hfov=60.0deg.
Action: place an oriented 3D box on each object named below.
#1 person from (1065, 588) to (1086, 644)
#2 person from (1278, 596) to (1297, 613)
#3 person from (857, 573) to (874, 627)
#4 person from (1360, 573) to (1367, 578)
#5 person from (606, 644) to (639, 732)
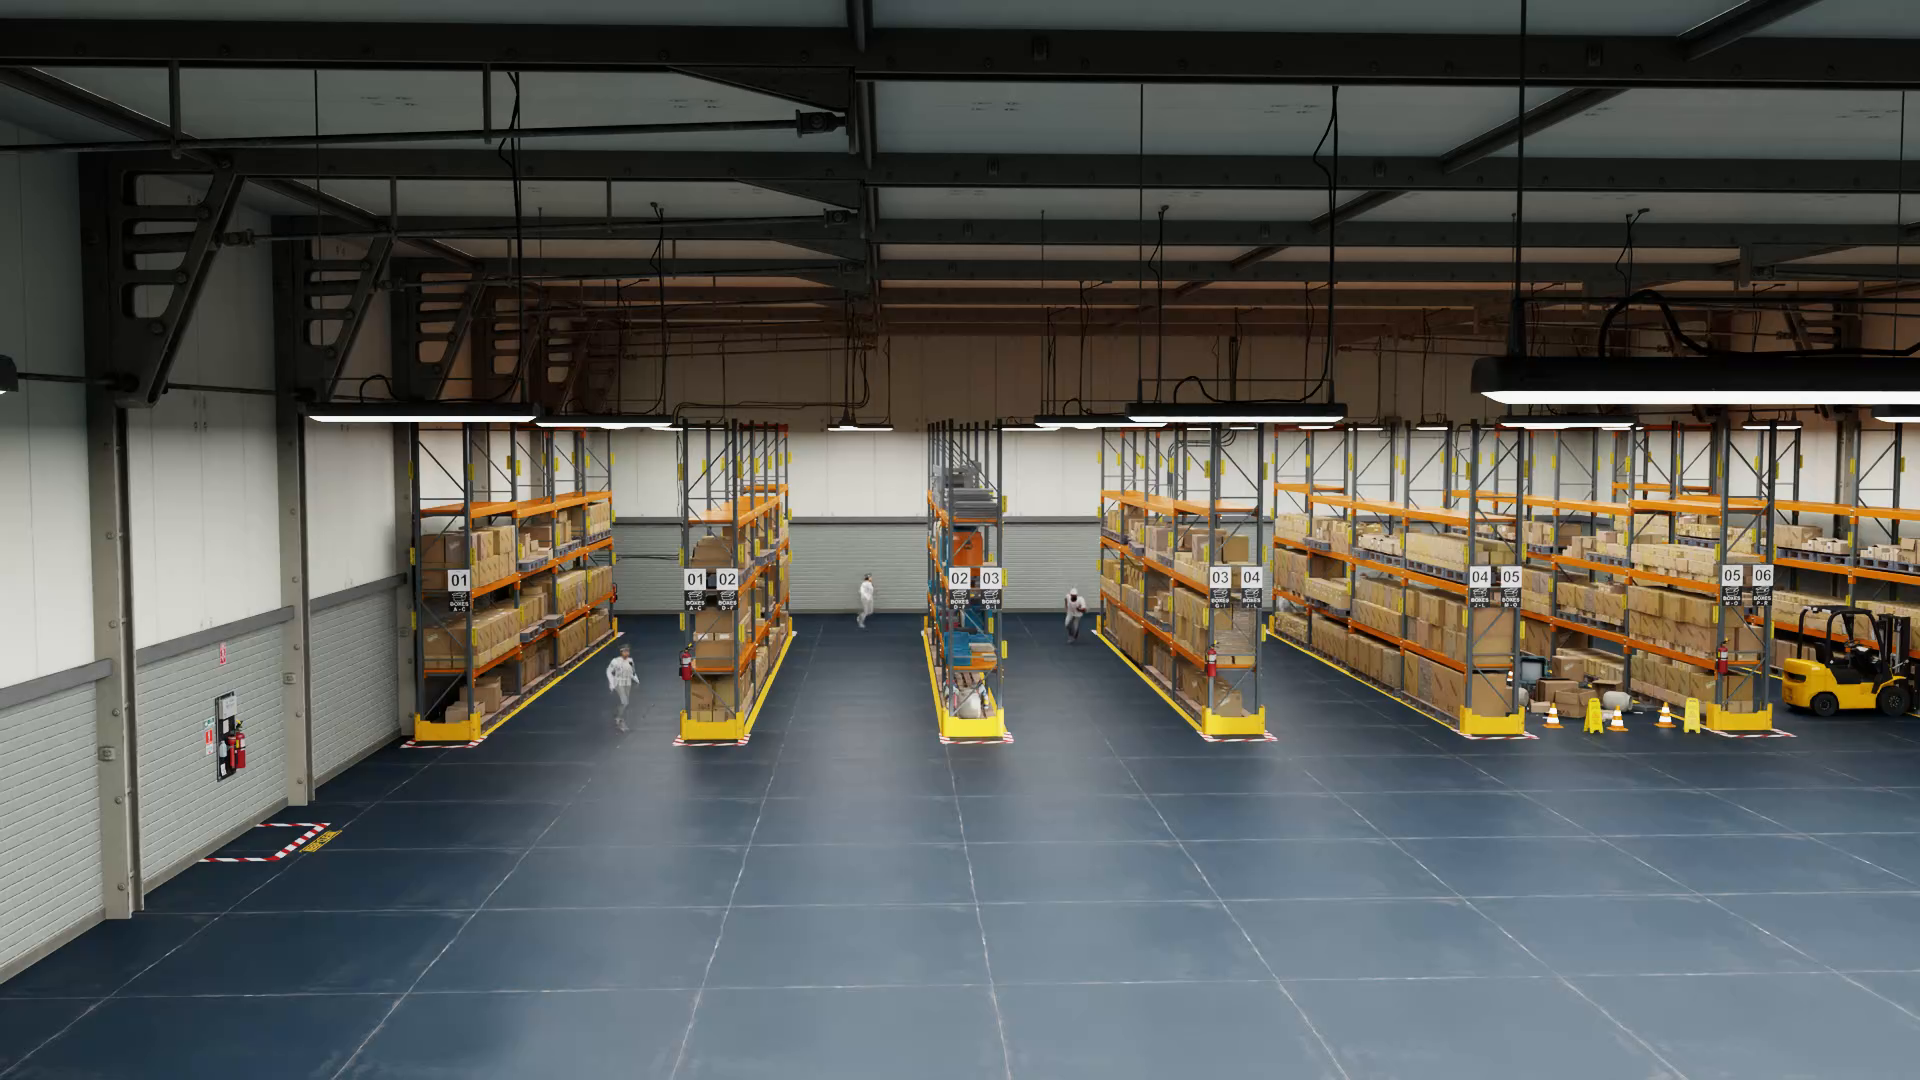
[{"bbox_3d":[3.119,2.041,45.084,0.704,1.533,1.108,1,4,17],"label":"person"},{"bbox_3d":[9.849,1.642,49.835,0.673,1.846,0.865,4,5,44],"label":"person"},{"bbox_3d":[-2.786,1.771,49.467,0.506,1.592,0.720,2,4,23],"label":"person"},{"bbox_3d":[12.128,1.750,49.852,0.676,1.562,0.536,-1,4,-17],"label":"person"},{"bbox_3d":[-6.501,2.846,32.096,0.778,1.702,0.517,3,5,43],"label":"person"}]
